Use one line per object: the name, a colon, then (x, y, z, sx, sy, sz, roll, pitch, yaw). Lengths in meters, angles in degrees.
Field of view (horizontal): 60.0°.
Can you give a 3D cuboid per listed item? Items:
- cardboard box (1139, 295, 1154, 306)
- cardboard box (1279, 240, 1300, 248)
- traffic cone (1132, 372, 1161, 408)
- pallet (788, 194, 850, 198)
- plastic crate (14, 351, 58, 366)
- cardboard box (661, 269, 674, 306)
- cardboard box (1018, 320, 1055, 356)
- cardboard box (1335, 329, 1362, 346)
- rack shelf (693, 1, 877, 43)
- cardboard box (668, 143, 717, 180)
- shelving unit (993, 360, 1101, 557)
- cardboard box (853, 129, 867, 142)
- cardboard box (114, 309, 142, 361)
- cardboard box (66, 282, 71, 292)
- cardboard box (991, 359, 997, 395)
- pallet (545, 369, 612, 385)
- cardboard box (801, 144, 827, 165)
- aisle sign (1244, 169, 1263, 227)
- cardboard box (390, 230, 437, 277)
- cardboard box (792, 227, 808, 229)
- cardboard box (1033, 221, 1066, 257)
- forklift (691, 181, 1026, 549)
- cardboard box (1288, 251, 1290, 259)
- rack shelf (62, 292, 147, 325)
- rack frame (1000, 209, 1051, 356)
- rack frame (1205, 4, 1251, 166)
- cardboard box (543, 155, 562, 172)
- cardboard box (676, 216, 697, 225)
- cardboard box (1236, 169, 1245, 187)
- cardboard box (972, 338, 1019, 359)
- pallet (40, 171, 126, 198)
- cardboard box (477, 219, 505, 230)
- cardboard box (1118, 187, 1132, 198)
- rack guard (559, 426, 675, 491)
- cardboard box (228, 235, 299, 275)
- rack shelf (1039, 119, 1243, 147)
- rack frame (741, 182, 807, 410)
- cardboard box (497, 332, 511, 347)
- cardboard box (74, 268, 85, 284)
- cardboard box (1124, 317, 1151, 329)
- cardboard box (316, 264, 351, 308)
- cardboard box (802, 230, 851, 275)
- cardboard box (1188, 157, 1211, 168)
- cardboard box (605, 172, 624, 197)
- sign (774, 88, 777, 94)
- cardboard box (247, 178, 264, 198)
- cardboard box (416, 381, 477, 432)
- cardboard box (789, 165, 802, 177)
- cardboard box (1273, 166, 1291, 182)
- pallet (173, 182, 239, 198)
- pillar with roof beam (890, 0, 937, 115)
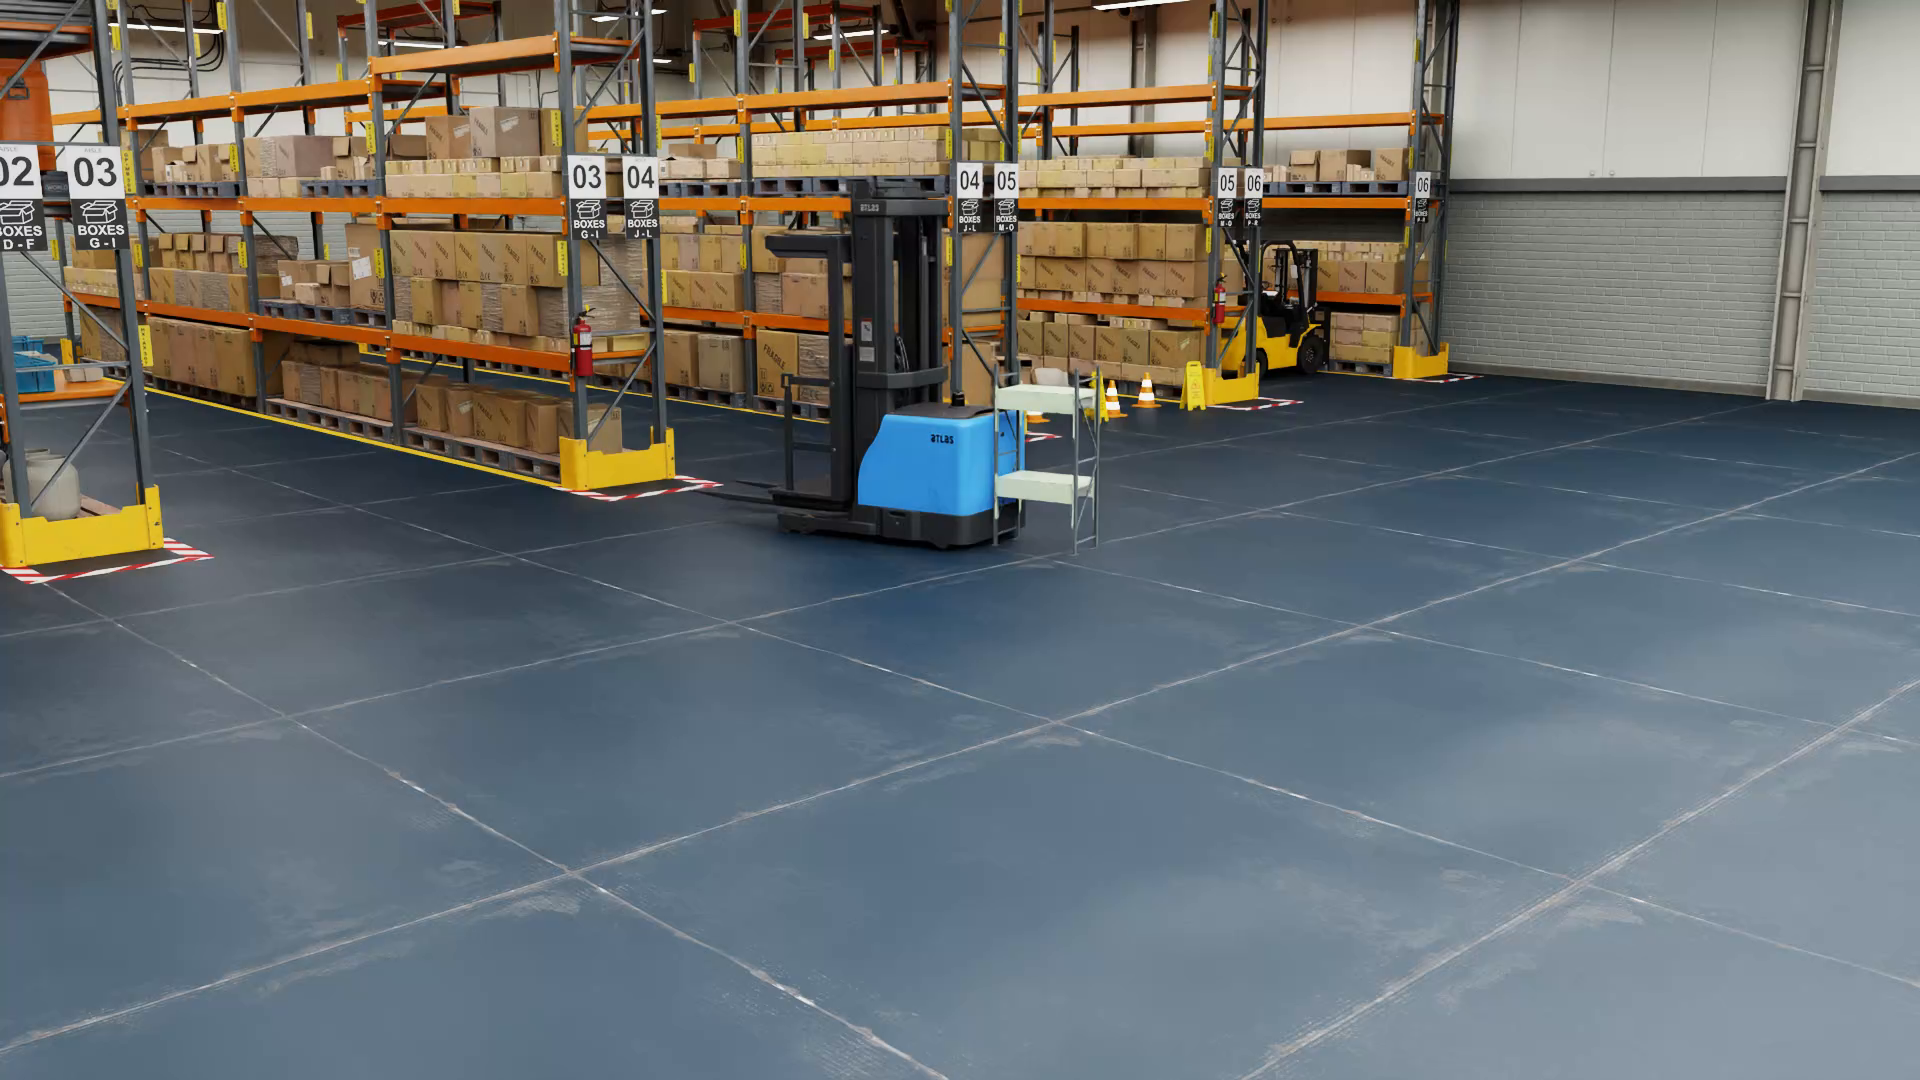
cardboard box: (2.762, -3.418, 23.692, 0.380, 0.149, 0.250, -11, 16, -42)
cardboard box: (5.569, -4.945, 27.887, 0.380, 0.149, 0.250, -11, 16, -43)
traffic cone: (2.561, -2.062, 22.773, 0.336, 0.463, 0.334, -11, 16, -43)
pallet: (-2.216, -6.052, 28.888, 1.213, 0.211, 1.003, -10, 15, -40)
plastic crate: (-8.416, -1.603, 14.913, 0.530, 0.136, 0.437, -11, 16, -43)
cardboard box: (-4.085, -3.610, 23.751, 0.500, 0.500, 0.500, -11, 16, -43)
cardboard box: (1.241, -3.108, 25.477, 0.500, 0.500, 0.500, -10, 15, -40)
cardboard box: (6.478, -3.320, 27.125, 0.500, 0.250, 0.500, -11, 16, -43)
rack shelf: (-3.115, -9.095, 29.300, 1.077, 0.370, 4.000, -11, 16, -43)
cardboard box: (-3.841, -5.442, 23.925, 0.500, 0.500, 0.500, -11, 16, -43)
shelving unit: (0.698, -0.672, 13.457, 0.755, 1.500, 0.431, 7, 14, 31)
cardboard box: (-1.075, -4.896, 20.165, 0.380, 0.149, 0.250, -11, 16, -43)
cardboard box: (-12.683, -3.196, 26.213, 0.875, 0.875, 0.875, -11, 16, -43)
cardboard box: (-14.419, -4.155, 27.266, 0.380, 0.149, 0.250, -11, 16, -42)
cardboard box: (0.095, -2.304, 23.511, 0.797, 0.637, 0.503, -11, 16, -43)
pallet: (-5.782, -2.633, 26.168, 1.003, 0.211, 1.213, -11, 16, -43)
cardboard box: (-1.648, -4.839, 20.879, 0.500, 0.250, 0.500, -11, 16, -43)
aisle sign: (4.058, -4.729, 22.988, 0.394, 0.787, 0.004, -11, 16, -43)
cardboard box: (-6.012, -3.207, 18.583, 0.500, 0.500, 0.500, -11, 16, -43)
cardboard box: (-2.640, -5.240, 29.188, 0.500, 0.500, 0.500, -11, 16, -42)
cardboard box: (1.513, -4.518, 24.942, 0.700, 0.500, 0.500, -11, 16, -42)
forklift: (-0.966, -1.564, 14.237, 3.031, 2.935, 1.130, 7, 14, 31)
cardboard box: (5.509, -4.790, 27.872, 0.250, 0.149, 0.380, 11, 16, 43)
rack shelf: (-13.044, -3.731, 26.371, 1.077, 0.370, 4.000, -11, 16, -43)
rack frame: (1.029, -4.005, 25.918, 1.000, 3.000, 0.127, -11, 16, -43)
rack frame: (4.616, -7.636, 28.673, 1.000, 3.000, 0.127, -11, 16, -43)
cardboard box: (-3.794, -3.628, 16.039, 0.380, 0.149, 0.250, -11, 16, -43)
cardboard box: (-5.207, -6.121, 31.855, 0.380, 0.149, 0.250, -11, 16, -42)
cardboard box: (3.637, -5.073, 23.303, 0.500, 0.250, 0.500, -11, 16, -44)
cardboard box: (0.665, -3.000, 26.511, 0.950, 0.372, 0.625, -11, 16, -42)
pallet: (-7.459, -2.861, 13.400, 1.003, 0.211, 1.213, -11, 16, -43)
cardboard box: (-8.141, -5.252, 28.509, 0.500, 0.500, 0.500, -10, 16, -41)
cardboard box: (2.478, -4.971, 23.797, 0.250, 0.149, 0.380, 11, 16, 44)
rack guard: (-3.429, -0.827, 16.688, 1.175, 0.500, 0.348, -11, 16, -43)
cardboard box: (-9.394, -3.857, 22.466, 0.797, 0.503, 0.637, -10, 15, -41)
rack shelf: (3.235, -7.379, 30.202, 1.077, 0.370, 4.000, -11, 16, -43)
rack frame: (-2.481, -3.301, 22.498, 1.000, 3.000, 0.127, -11, 16, -43)
cardboard box: (-4.597, -2.110, 17.344, 0.380, 0.149, 0.250, -11, 16, -43)
cardboard box: (-13.926, -4.265, 26.814, 0.500, 0.250, 0.500, -11, 16, -43)
cardboard box: (2.576, -3.127, 23.964, 0.380, 0.149, 0.250, -11, 16, -42)
cardboard box: (-7.402, -3.121, 20.328, 0.797, 0.503, 0.637, -9, 15, -37)
cardboard box: (-1.514, -3.682, 21.303, 0.875, 0.550, 0.550, -11, 16, -43)
cardboard box: (3.344, -5.166, 22.767, 0.380, 0.149, 0.250, -11, 16, -42)
cardboard box: (-3.522, -3.542, 16.610, 0.500, 0.250, 0.500, -10, 15, -41)
sign: (-4.063, -9.808, 36.704, 0.100, 0.325, 0.005, -11, 16, -43)
cardboard box: (-8.760, -4.500, 21.256, 0.500, 0.250, 0.500, -11, 16, -42)
cardboard box: (-5.891, -1.542, 19.115, 0.500, 0.500, 0.500, 11, 16, 43)
cardboard box: (-1.952, -4.690, 21.143, 0.380, 0.149, 0.250, -11, 16, -43)
cardboard box: (5.422, -6.096, 27.680, 0.258, 0.266, 0.396, 11, 16, 44)
pallet: (-10.158, -4.834, 22.975, 1.003, 0.211, 1.213, -10, 15, -40)
pillar with roof beam: (-3.851, -8.431, 32.531, 9.100, 9.000, 0.548, -11, 16, -43)
